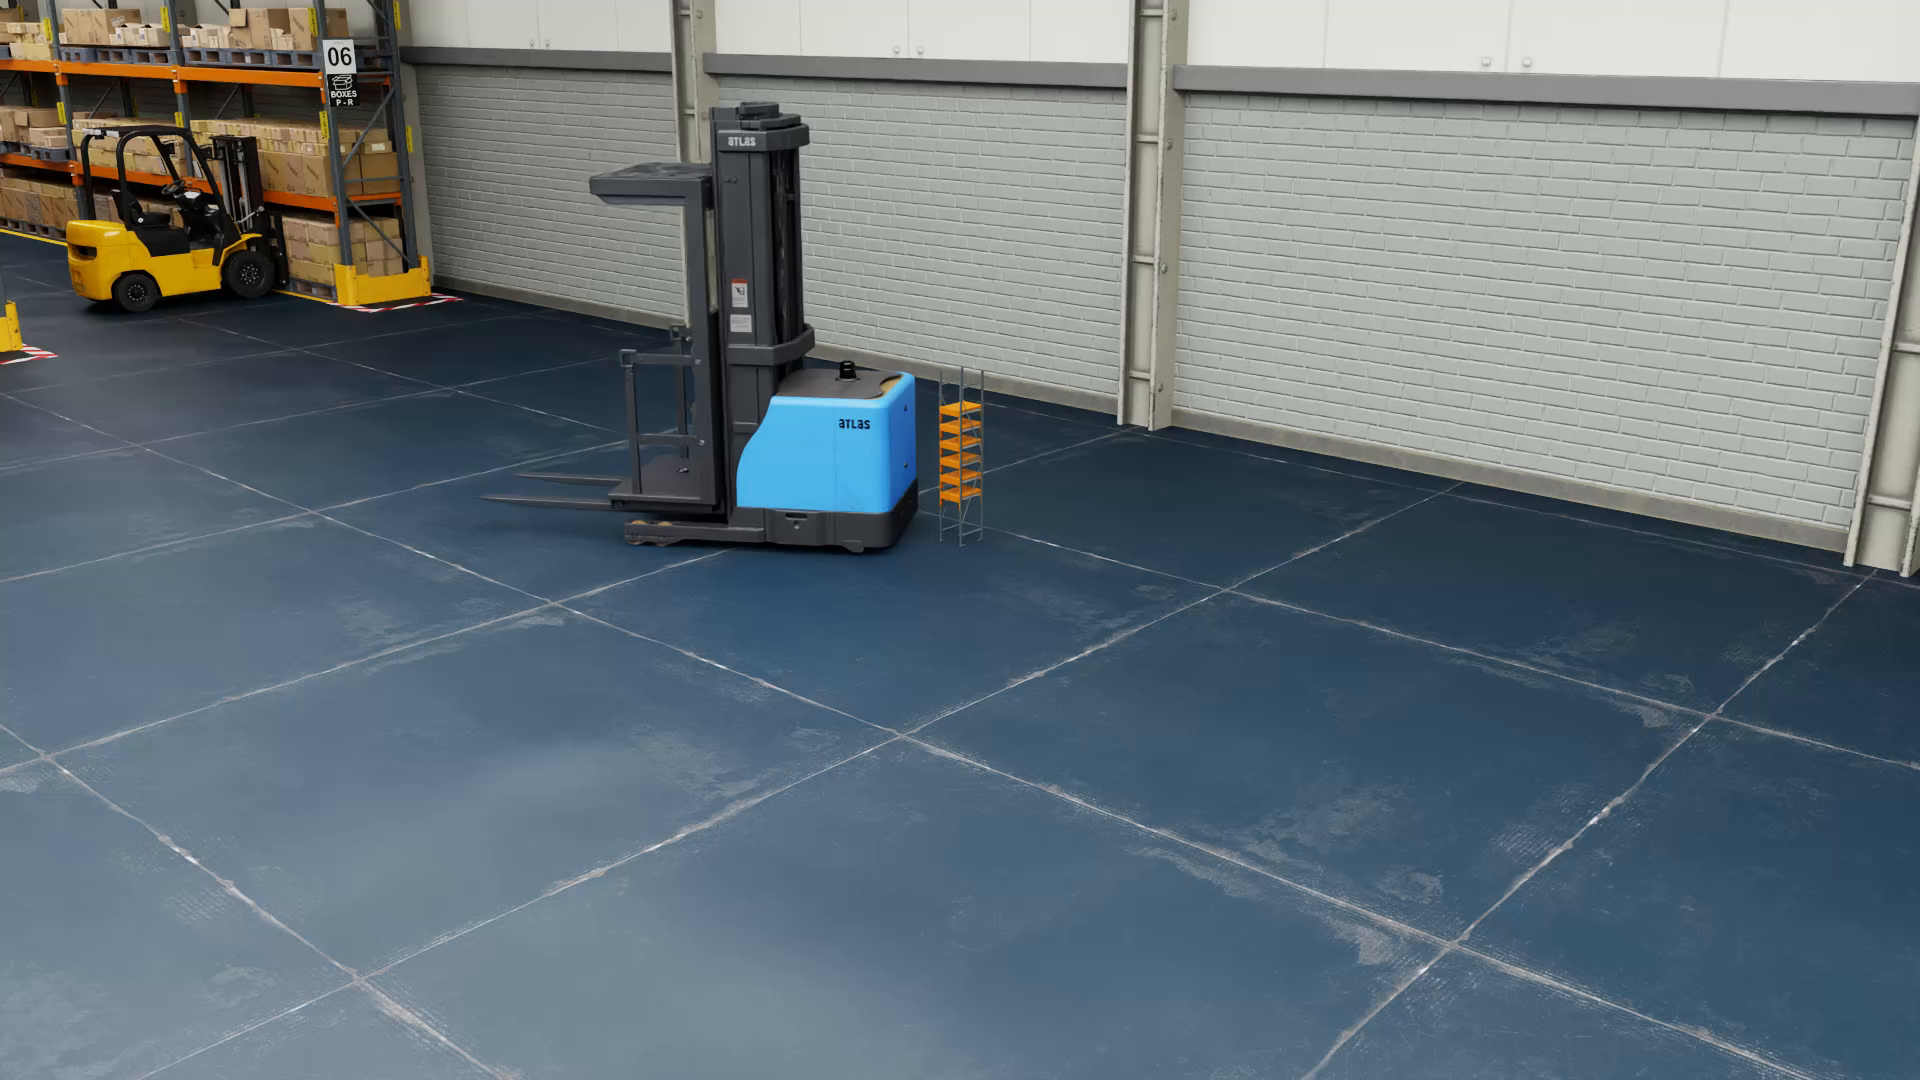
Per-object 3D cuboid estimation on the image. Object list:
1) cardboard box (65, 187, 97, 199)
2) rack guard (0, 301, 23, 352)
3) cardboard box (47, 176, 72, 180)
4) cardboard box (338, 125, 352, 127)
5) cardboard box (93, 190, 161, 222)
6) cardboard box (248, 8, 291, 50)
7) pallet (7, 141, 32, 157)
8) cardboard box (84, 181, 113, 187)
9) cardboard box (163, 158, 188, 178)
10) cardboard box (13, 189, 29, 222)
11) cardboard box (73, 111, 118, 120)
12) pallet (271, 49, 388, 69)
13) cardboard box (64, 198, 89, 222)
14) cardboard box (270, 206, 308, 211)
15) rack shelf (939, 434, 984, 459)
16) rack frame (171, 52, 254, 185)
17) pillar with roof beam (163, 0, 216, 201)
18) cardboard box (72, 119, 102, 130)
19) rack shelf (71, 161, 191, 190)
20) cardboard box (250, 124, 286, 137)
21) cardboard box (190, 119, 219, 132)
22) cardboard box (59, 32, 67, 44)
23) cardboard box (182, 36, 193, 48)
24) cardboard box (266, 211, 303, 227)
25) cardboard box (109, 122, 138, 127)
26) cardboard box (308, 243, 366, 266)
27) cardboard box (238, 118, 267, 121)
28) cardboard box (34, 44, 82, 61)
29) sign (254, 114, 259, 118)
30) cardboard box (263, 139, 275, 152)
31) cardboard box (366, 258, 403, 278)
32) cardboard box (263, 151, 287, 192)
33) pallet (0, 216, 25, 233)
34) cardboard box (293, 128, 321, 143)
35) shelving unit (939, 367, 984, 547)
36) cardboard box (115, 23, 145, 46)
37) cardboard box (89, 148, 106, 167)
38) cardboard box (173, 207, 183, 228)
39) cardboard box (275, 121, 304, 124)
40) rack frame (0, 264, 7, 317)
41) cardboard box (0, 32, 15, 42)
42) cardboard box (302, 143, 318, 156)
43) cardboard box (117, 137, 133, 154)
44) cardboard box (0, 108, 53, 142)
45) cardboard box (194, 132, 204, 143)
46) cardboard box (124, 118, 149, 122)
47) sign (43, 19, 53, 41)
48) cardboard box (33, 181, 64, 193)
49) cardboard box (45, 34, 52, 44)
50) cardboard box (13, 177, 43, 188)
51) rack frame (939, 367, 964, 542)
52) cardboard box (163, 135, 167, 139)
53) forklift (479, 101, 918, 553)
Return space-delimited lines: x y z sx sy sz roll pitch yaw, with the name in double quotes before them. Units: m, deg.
"cardboard box" -13.921 -5.497 26.338 0.250 0.149 0.380 14 22 37
"rack guard" -10.748 -2.231 17.814 0.348 0.500 1.175 15 23 39
"cardboard box" -15.141 -6.038 28.044 0.250 0.149 0.380 16 24 41
"cardboard box" -8.064 -5.308 21.649 0.250 0.149 0.380 15 23 40
"cardboard box" -12.926 -5.077 25.881 0.625 0.625 0.875 16 24 41
"cardboard box" -8.592 -6.518 21.207 0.500 0.500 0.700 15 23 40
"pallet" -14.841 -6.435 27.246 1.213 0.211 1.003 15 23 39
"cardboard box" -14.128 -5.797 27.284 0.250 0.149 0.380 14 22 37
"cardboard box" -10.942 -5.304 23.614 0.500 0.250 0.500 16 23 40
"cardboard box" -15.387 -5.595 27.720 0.500 0.500 0.500 14 22 38
"cardboard box" -13.664 -6.523 26.348 0.500 0.500 0.500 16 24 42
"pallet" -7.911 -6.066 20.954 1.213 0.211 1.003 15 23 39
"cardboard box" -13.842 -5.182 26.419 0.500 0.500 0.500 16 24 41
"cardboard box" -9.137 -4.442 22.847 0.500 0.250 0.500 15 23 40
"rack shelf" 0.011 -0.641 11.398 0.180 0.103 0.258 15 23 39
"rack frame" -10.391 -5.334 23.459 0.127 3.000 1.000 15 23 39
"pillar with roof beam" -14.667 -7.964 21.831 0.400 9.000 9.100 15 23 39
"cardboard box" -13.340 -6.363 25.465 0.250 0.149 0.380 16 24 41
"rack shelf" -11.887 -5.392 24.833 4.000 0.370 1.077 15 23 39
"cardboard box" -9.135 -5.414 21.984 0.250 0.149 0.380 15 23 39
"cardboard box" -10.350 -5.701 22.888 0.250 0.149 0.380 16 23 40
"cardboard box" -13.324 -7.564 25.056 0.250 0.166 0.380 15 23 39
"cardboard box" -10.257 -6.733 22.464 0.250 0.149 0.380 16 23 40
"cardboard box" -9.095 -4.222 22.156 0.500 0.250 0.500 14 23 38
"cardboard box" -12.368 -6.106 24.656 0.250 0.149 0.380 16 23 40
"cardboard box" -7.971 -3.685 21.290 0.500 0.250 0.500 15 23 39
"cardboard box" -9.792 -5.777 23.126 0.250 0.149 0.380 14 23 38
"cardboard box" -13.928 -7.543 25.710 0.500 0.250 0.500 14 22 37
"sign" -10.024 -5.910 23.713 0.005 0.325 0.100 15 23 39
"cardboard box" -8.821 -5.146 21.629 0.250 0.149 0.380 15 23 40
"cardboard box" -7.637 -3.563 21.731 0.500 0.250 0.500 15 23 39
"cardboard box" -8.707 -4.827 21.696 0.500 0.500 0.500 14 23 38
"pallet" -15.741 -5.456 28.455 1.213 0.211 1.003 15 23 39
"cardboard box" -8.226 -5.142 21.127 0.250 0.149 0.380 16 23 40
"shelving unit" 0.011 -0.569 11.421 0.189 1.200 0.258 15 23 39
"cardboard box" -11.669 -7.213 23.710 0.500 0.311 0.500 14 22 37
"cardboard box" -12.841 -5.819 25.236 0.500 0.250 0.500 14 23 38
"cardboard box" -10.789 -4.504 24.077 0.625 0.625 0.875 16 24 42
"cardboard box" -9.016 -5.572 22.481 0.250 0.149 0.380 15 23 39
"rack frame" -10.692 -3.407 17.388 0.127 3.000 1.000 15 23 39
"cardboard box" -15.249 -8.045 26.599 0.250 0.149 0.380 16 23 40
"cardboard box" -8.056 -4.938 20.975 0.250 0.149 0.380 16 23 40
"cardboard box" -12.061 -5.852 24.515 0.500 0.250 0.500 15 23 40
"cardboard box" -15.187 -6.778 27.152 0.500 0.500 0.700 15 23 39
"cardboard box" -10.328 -5.567 22.957 0.250 0.149 0.380 15 23 38
"cardboard box" -12.582 -6.381 25.522 0.250 0.149 0.380 15 23 39
"sign" -13.745 -7.691 25.072 0.005 0.325 0.100 15 23 39
"cardboard box" -14.894 -5.769 27.197 0.250 0.149 0.380 14 22 37
"cardboard box" -13.808 -7.702 25.551 0.250 0.149 0.380 16 23 40
"cardboard box" -15.611 -5.987 27.882 0.250 0.149 0.380 15 23 38
"rack frame" -0.058 -0.587 11.479 0.006 1.200 0.240 15 23 39
"cardboard box" -11.147 -5.818 23.746 0.250 0.149 0.380 15 23 39
"forklift" -1.871 -1.506 11.512 3.031 2.935 1.130 3 18 9
